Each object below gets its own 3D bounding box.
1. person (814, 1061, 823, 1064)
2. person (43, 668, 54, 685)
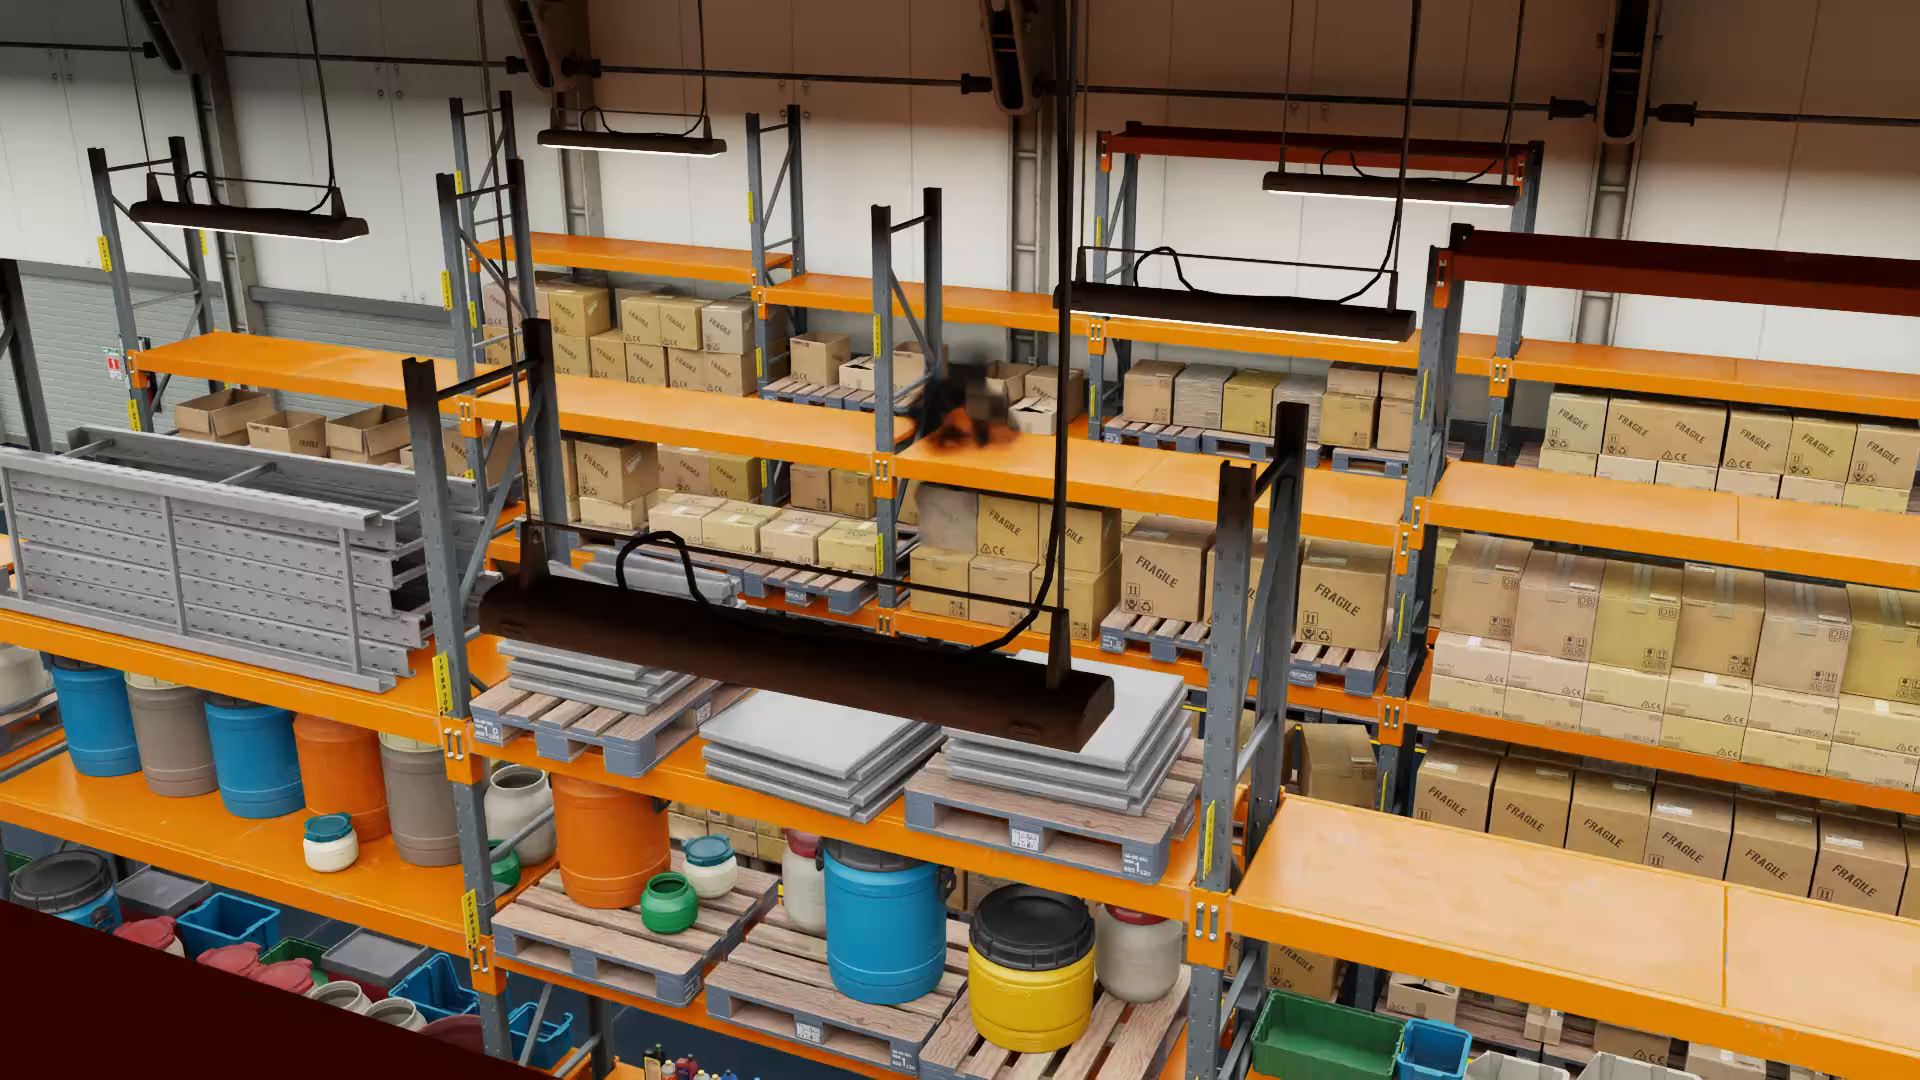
[{"bbox_3d":[-0.752,3.062,12.090,0.769,1.784,0.627,7,22,19],"label":"person"},{"bbox_3d":[-9.961,1.111,17.405,0.849,1.714,0.613,-12,24,-29],"label":"person"}]
